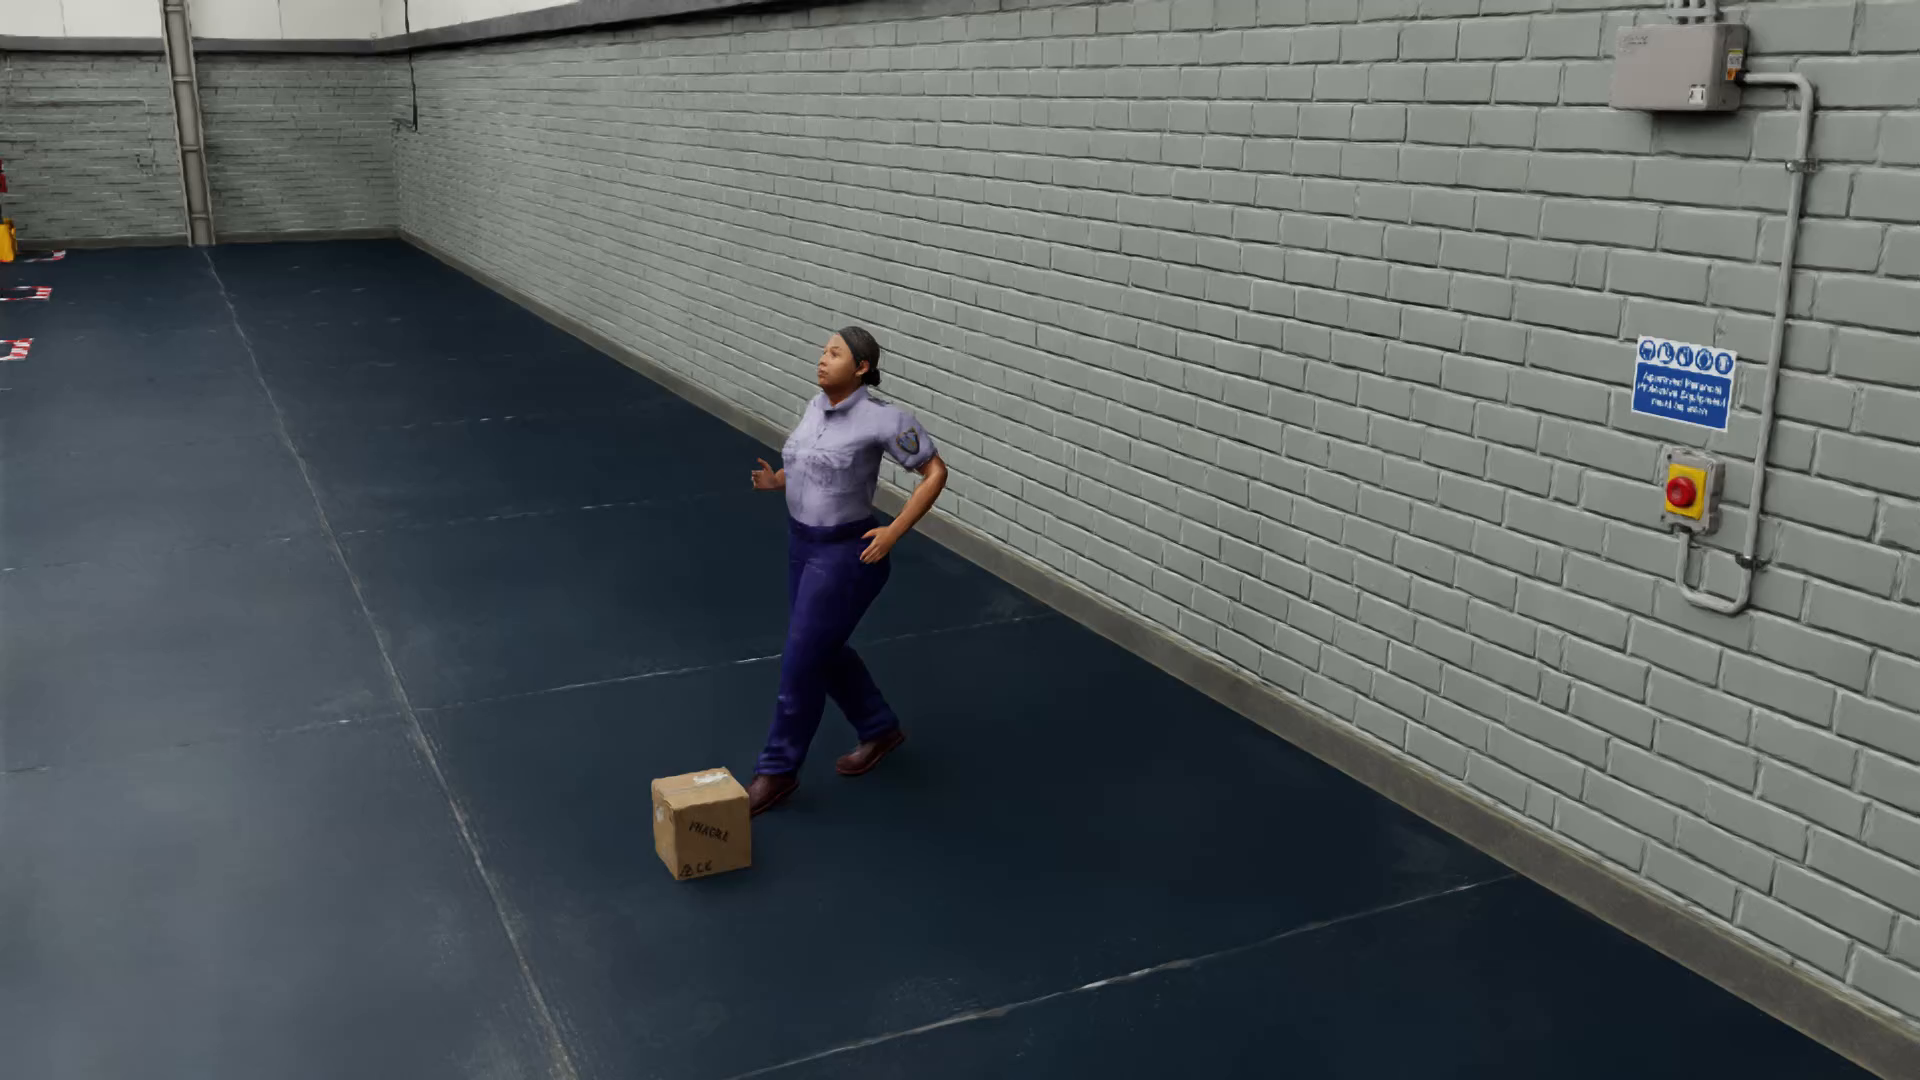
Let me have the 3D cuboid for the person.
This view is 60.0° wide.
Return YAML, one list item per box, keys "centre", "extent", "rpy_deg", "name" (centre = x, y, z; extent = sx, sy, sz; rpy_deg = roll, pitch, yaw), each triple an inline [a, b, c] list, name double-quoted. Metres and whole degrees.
- centre: [-0.516, 0.090, 5.772]
  extent: [0.804, 1.620, 0.566]
  rpy_deg: [-9, 18, -29]
  name: "person"
